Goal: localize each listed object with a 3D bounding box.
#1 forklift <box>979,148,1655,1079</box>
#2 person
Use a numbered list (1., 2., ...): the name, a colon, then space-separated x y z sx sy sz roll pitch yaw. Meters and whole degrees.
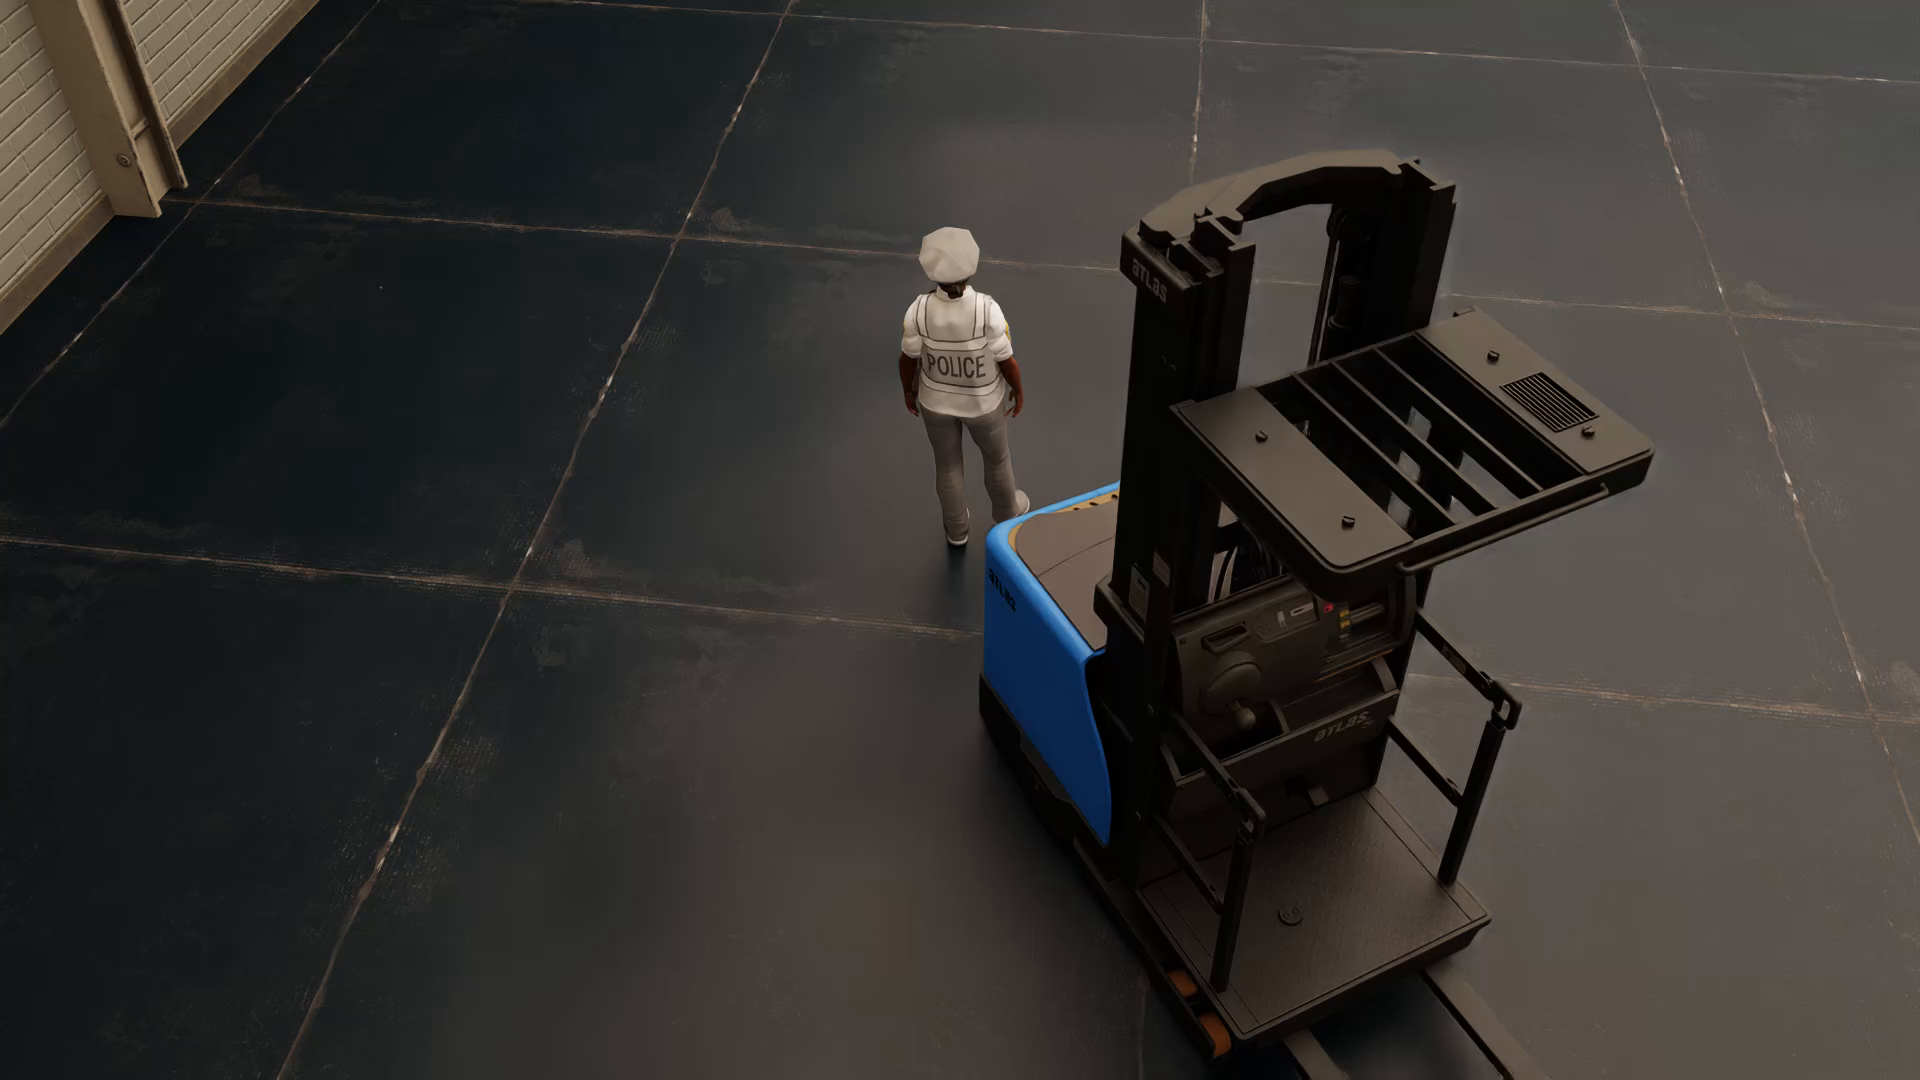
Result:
1. forklift: 1.201 0.402 5.287 1.130 2.935 3.031 -19 46 -20
2. person: 0.029 -0.678 7.365 0.570 1.697 0.528 5 43 6
